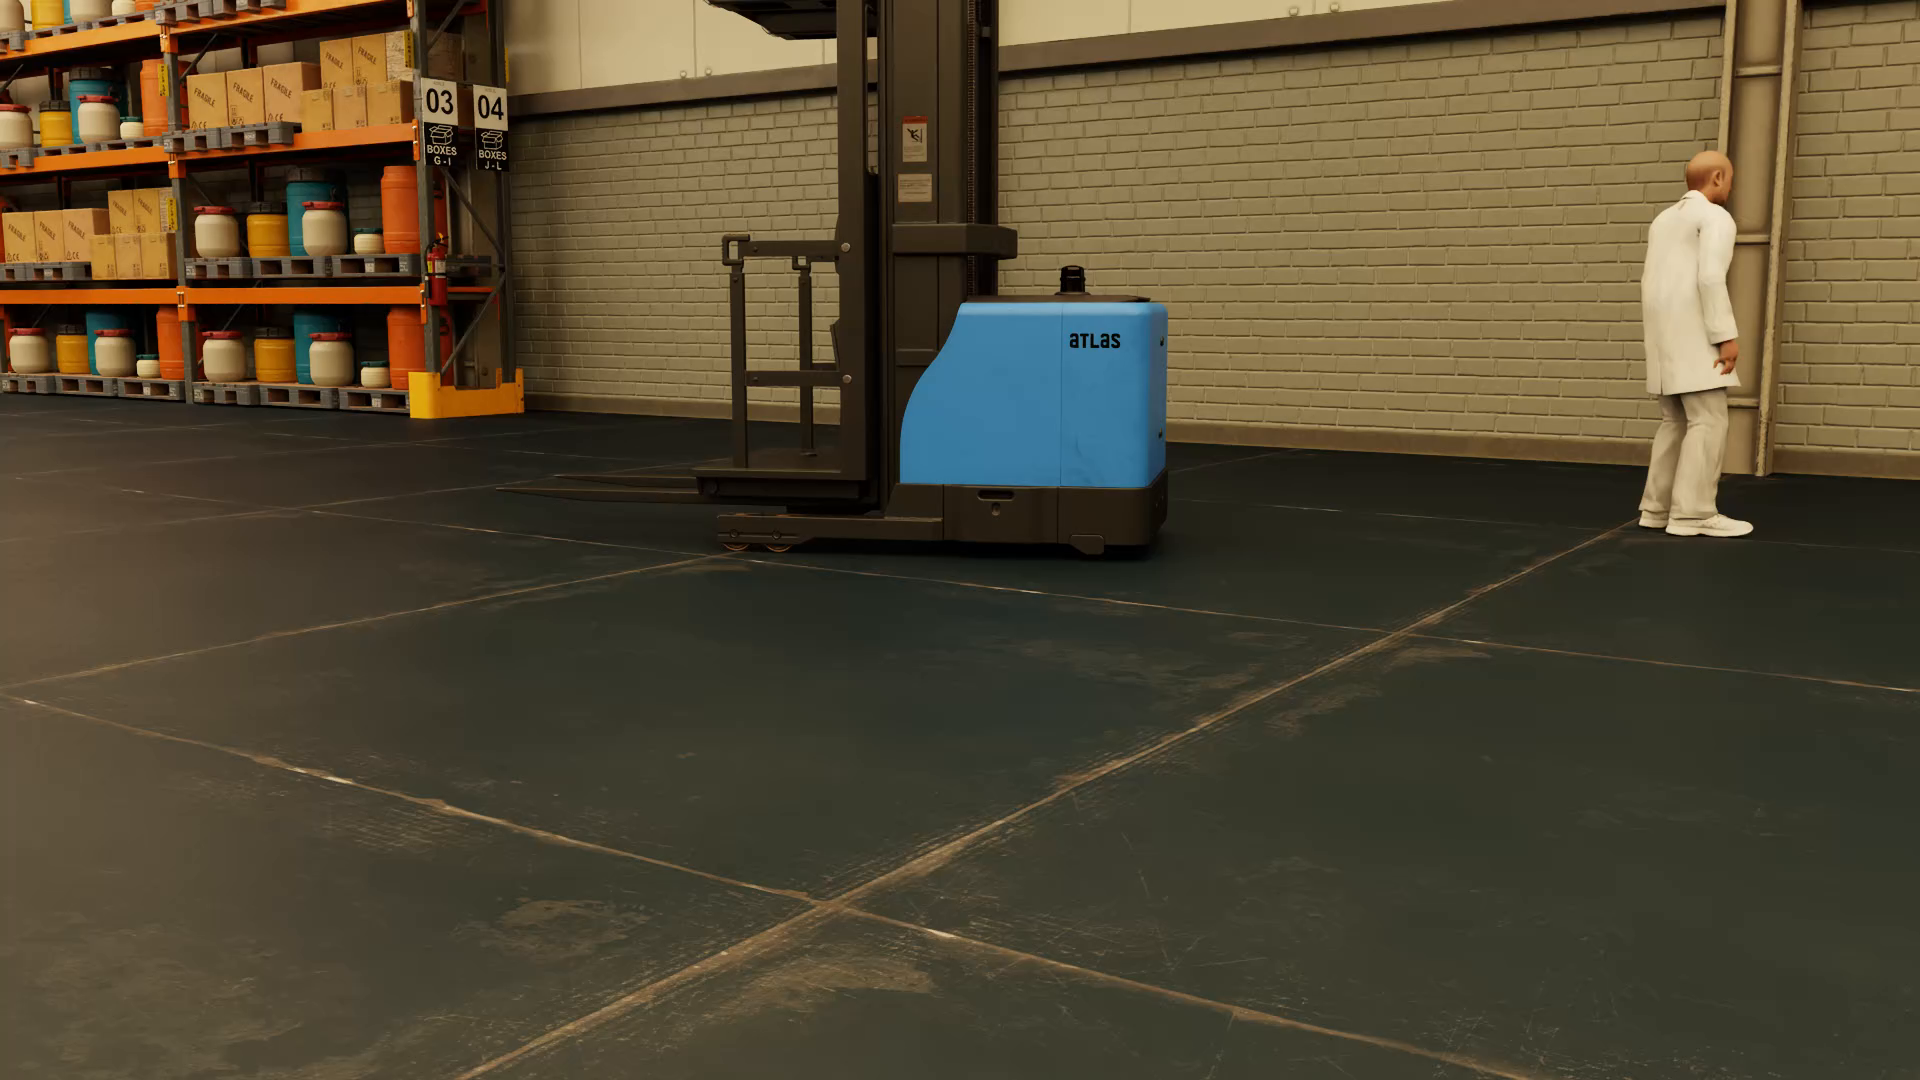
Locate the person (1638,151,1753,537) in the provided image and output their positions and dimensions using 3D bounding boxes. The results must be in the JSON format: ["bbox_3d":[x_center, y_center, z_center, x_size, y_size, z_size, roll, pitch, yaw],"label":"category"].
[{"bbox_3d":[3.437,-0.924,7.805,0.436,1.772,0.643,-1,8,-6],"label":"person"}]

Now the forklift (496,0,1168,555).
[{"bbox_3d":[-0.596,-1.469,7.520,3.031,2.935,1.130,2,8,12],"label":"forklift"}]
